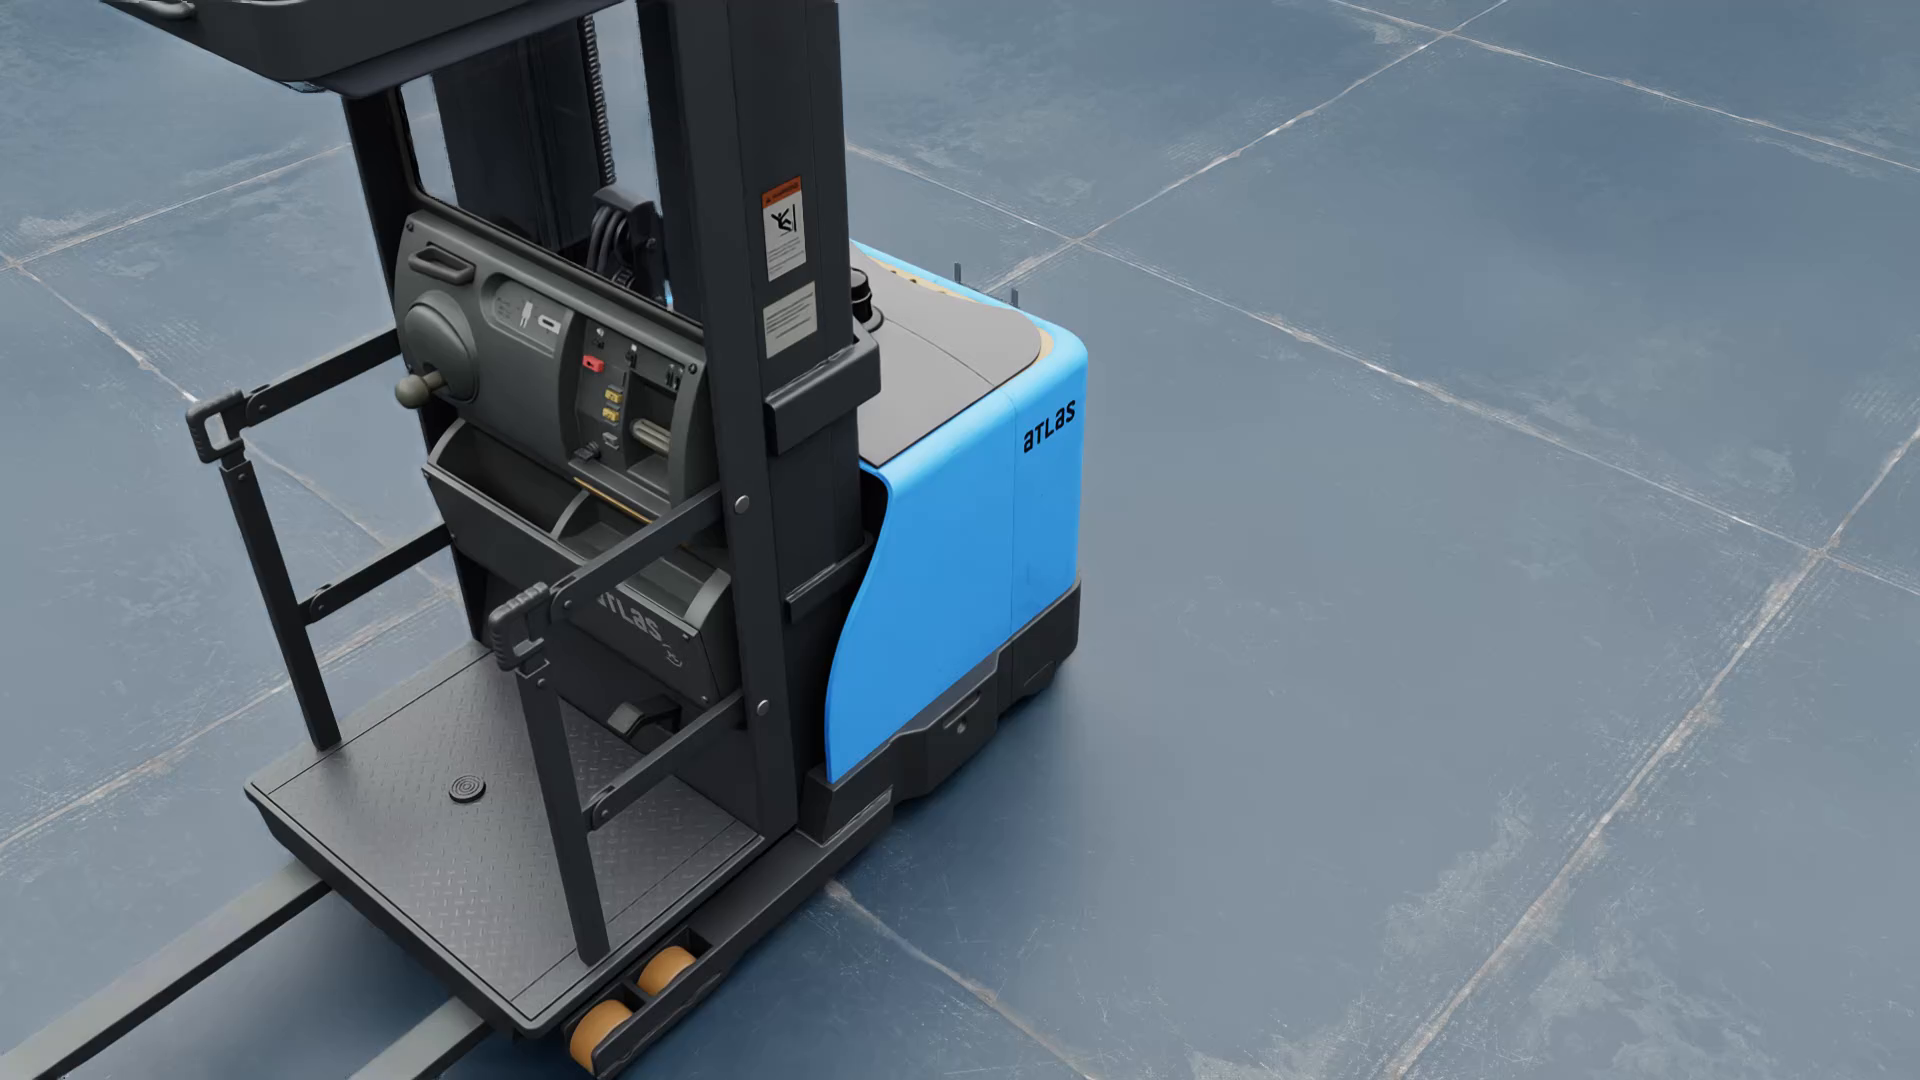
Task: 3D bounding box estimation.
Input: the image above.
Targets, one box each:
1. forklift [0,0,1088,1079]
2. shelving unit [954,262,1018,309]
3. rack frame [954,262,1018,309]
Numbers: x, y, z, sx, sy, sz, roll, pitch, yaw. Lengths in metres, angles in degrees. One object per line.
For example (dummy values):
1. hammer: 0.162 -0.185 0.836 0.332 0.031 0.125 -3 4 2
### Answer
1. forklift: -0.991 -0.301 3.274 1.130 2.935 3.031 27 46 30
2. shelving unit: 0.005 -0.356 4.975 0.258 0.900 0.210 30 47 32
3. rack frame: 0.074 -0.403 5.033 0.240 0.900 0.006 30 47 32
